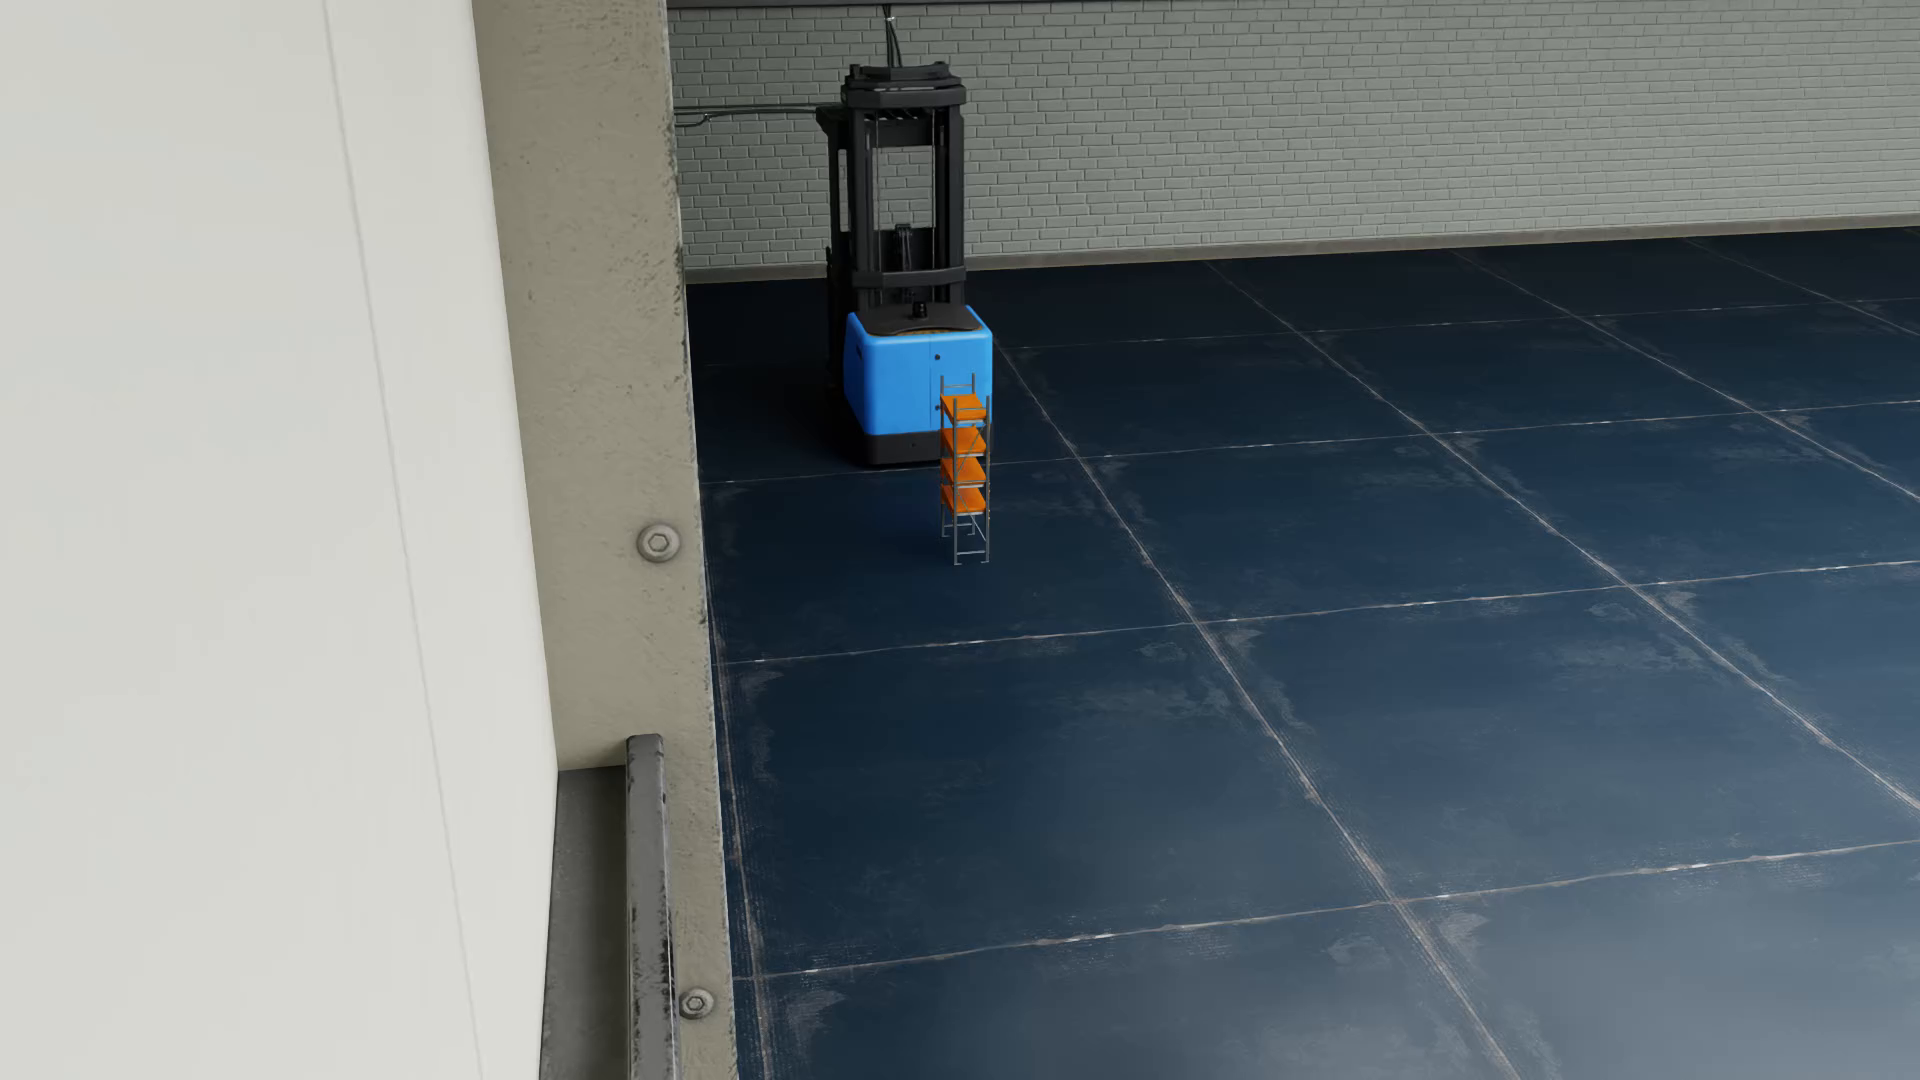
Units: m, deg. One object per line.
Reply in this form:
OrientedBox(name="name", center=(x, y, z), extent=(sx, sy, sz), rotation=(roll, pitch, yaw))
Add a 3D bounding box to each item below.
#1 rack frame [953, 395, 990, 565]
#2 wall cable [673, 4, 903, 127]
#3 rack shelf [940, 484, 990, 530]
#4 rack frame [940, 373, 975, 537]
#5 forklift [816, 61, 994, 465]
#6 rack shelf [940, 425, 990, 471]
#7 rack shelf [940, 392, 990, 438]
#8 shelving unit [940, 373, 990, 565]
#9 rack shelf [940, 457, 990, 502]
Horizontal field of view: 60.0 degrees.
OrientedBox(name="rack frame", center=(0.076, -0.389, 11.141), extent=(0.240, 1.200, 0.015), rotation=(-4, 24, -10))
OrientedBox(name="wall cable", center=(-2.122, -5.545, 17.082), extent=(3.097, 2.526, 0.112), rotation=(-4, 24, -10))
OrientedBox(name="rack shelf", center=(0.031, -0.241, 11.467), extent=(0.258, 0.148, 0.480), rotation=(-4, 24, -10))
OrientedBox(name="rack frame", center=(-0.014, -0.581, 11.581), extent=(0.240, 1.200, 0.015), rotation=(-4, 24, -10))
OrientedBox(name="forklift", center=(-0.562, -2.491, 13.791), extent=(1.130, 2.935, 3.031), rotation=(-5, 24, -12))
OrientedBox(name="rack shelf", center=(0.031, -0.628, 11.298), extent=(0.258, 0.148, 0.480), rotation=(-4, 24, -10))
OrientedBox(name="rack shelf", center=(0.031, -0.845, 11.203), extent=(0.258, 0.148, 0.480), rotation=(-4, 24, -10))
OrientedBox(name="shelving unit", center=(0.031, -0.485, 11.361), extent=(0.258, 1.200, 0.503), rotation=(-4, 24, -10))
OrientedBox(name="rack shelf", center=(0.031, -0.423, 11.388), extent=(0.258, 0.148, 0.480), rotation=(-4, 24, -10))
